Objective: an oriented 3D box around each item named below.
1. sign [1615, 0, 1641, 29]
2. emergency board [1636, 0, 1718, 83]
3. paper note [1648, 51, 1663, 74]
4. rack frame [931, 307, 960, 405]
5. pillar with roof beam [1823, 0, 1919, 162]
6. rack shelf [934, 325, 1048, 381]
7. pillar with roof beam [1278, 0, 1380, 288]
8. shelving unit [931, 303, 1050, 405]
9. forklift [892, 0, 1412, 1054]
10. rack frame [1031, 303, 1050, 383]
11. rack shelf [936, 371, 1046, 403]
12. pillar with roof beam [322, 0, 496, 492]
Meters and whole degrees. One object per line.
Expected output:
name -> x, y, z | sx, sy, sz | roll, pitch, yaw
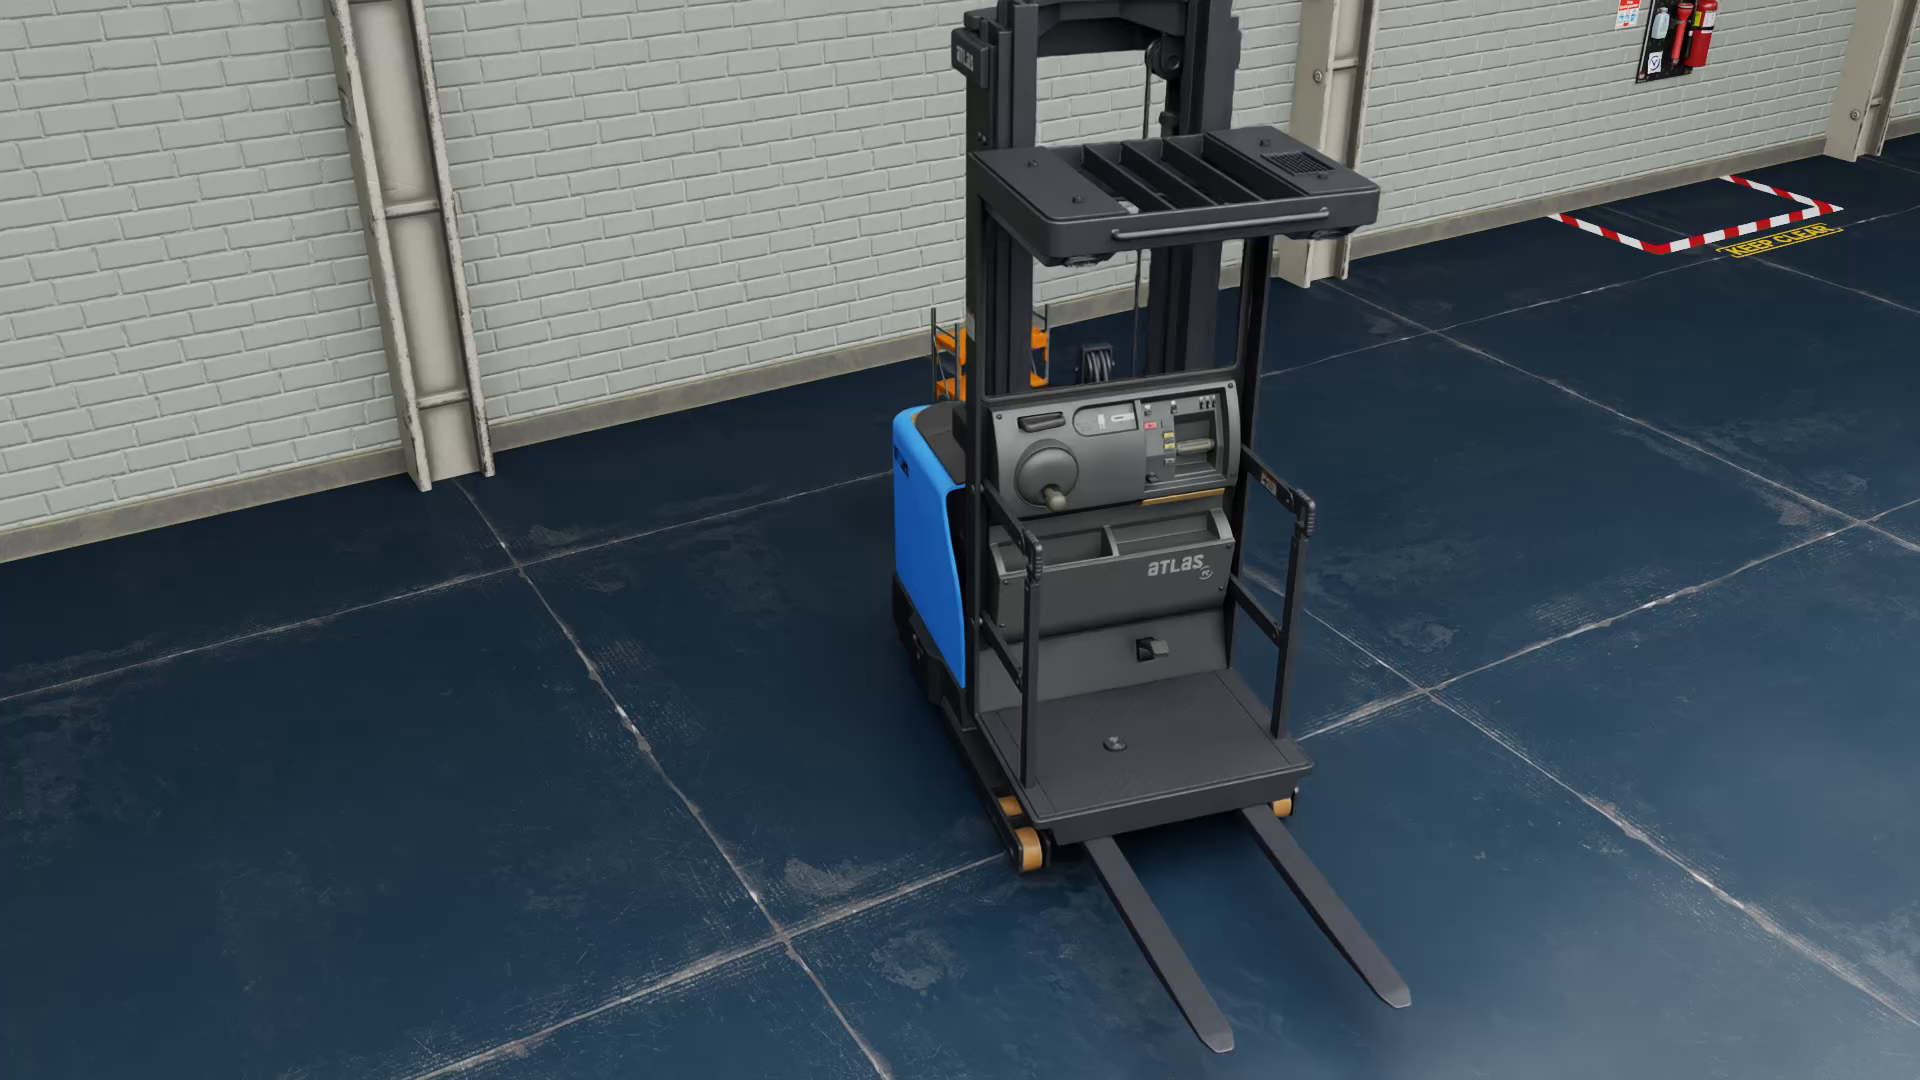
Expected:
sign -> 4.939, -3.950, 12.265 | 0.234, 0.329, 0.001 | -16, 33, -26
emergency board -> 5.468, -4.026, 12.441 | 0.643, 1.169, 0.194 | -16, 33, -26
paper note -> 5.280, -3.626, 12.628 | 0.142, 0.148, 0.016 | -16, 33, -26
rack frame -> -0.068, -0.506, 7.925 | 0.015, 1.200, 0.240 | -16, 33, -26
pillar with roof beam -> 9.799, -5.449, 8.809 | 0.400, 9.000, 9.100 | -16, 33, -26
rack shelf -> 0.143, -0.910, 7.844 | 0.480, 0.148, 0.258 | -16, 33, -26
pillar with roof beam -> 4.626, -3.980, 6.148 | 0.400, 9.000, 9.100 | -16, 33, -26
shelving unit -> 0.143, -0.566, 8.034 | 0.503, 1.200, 0.258 | -16, 33, -26
forklift -> 0.630, -0.291, 5.745 | 1.130, 2.935, 3.031 | -9, 30, -15
rack frame -> 0.353, -0.626, 8.142 | 0.015, 1.200, 0.240 | -16, 33, -26
rack shelf -> 0.143, -0.703, 7.958 | 0.480, 0.148, 0.258 | -16, 33, -26
pillar with roof beam -> -0.547, -2.511, 3.487 | 0.400, 9.000, 9.100 | -16, 33, -26
